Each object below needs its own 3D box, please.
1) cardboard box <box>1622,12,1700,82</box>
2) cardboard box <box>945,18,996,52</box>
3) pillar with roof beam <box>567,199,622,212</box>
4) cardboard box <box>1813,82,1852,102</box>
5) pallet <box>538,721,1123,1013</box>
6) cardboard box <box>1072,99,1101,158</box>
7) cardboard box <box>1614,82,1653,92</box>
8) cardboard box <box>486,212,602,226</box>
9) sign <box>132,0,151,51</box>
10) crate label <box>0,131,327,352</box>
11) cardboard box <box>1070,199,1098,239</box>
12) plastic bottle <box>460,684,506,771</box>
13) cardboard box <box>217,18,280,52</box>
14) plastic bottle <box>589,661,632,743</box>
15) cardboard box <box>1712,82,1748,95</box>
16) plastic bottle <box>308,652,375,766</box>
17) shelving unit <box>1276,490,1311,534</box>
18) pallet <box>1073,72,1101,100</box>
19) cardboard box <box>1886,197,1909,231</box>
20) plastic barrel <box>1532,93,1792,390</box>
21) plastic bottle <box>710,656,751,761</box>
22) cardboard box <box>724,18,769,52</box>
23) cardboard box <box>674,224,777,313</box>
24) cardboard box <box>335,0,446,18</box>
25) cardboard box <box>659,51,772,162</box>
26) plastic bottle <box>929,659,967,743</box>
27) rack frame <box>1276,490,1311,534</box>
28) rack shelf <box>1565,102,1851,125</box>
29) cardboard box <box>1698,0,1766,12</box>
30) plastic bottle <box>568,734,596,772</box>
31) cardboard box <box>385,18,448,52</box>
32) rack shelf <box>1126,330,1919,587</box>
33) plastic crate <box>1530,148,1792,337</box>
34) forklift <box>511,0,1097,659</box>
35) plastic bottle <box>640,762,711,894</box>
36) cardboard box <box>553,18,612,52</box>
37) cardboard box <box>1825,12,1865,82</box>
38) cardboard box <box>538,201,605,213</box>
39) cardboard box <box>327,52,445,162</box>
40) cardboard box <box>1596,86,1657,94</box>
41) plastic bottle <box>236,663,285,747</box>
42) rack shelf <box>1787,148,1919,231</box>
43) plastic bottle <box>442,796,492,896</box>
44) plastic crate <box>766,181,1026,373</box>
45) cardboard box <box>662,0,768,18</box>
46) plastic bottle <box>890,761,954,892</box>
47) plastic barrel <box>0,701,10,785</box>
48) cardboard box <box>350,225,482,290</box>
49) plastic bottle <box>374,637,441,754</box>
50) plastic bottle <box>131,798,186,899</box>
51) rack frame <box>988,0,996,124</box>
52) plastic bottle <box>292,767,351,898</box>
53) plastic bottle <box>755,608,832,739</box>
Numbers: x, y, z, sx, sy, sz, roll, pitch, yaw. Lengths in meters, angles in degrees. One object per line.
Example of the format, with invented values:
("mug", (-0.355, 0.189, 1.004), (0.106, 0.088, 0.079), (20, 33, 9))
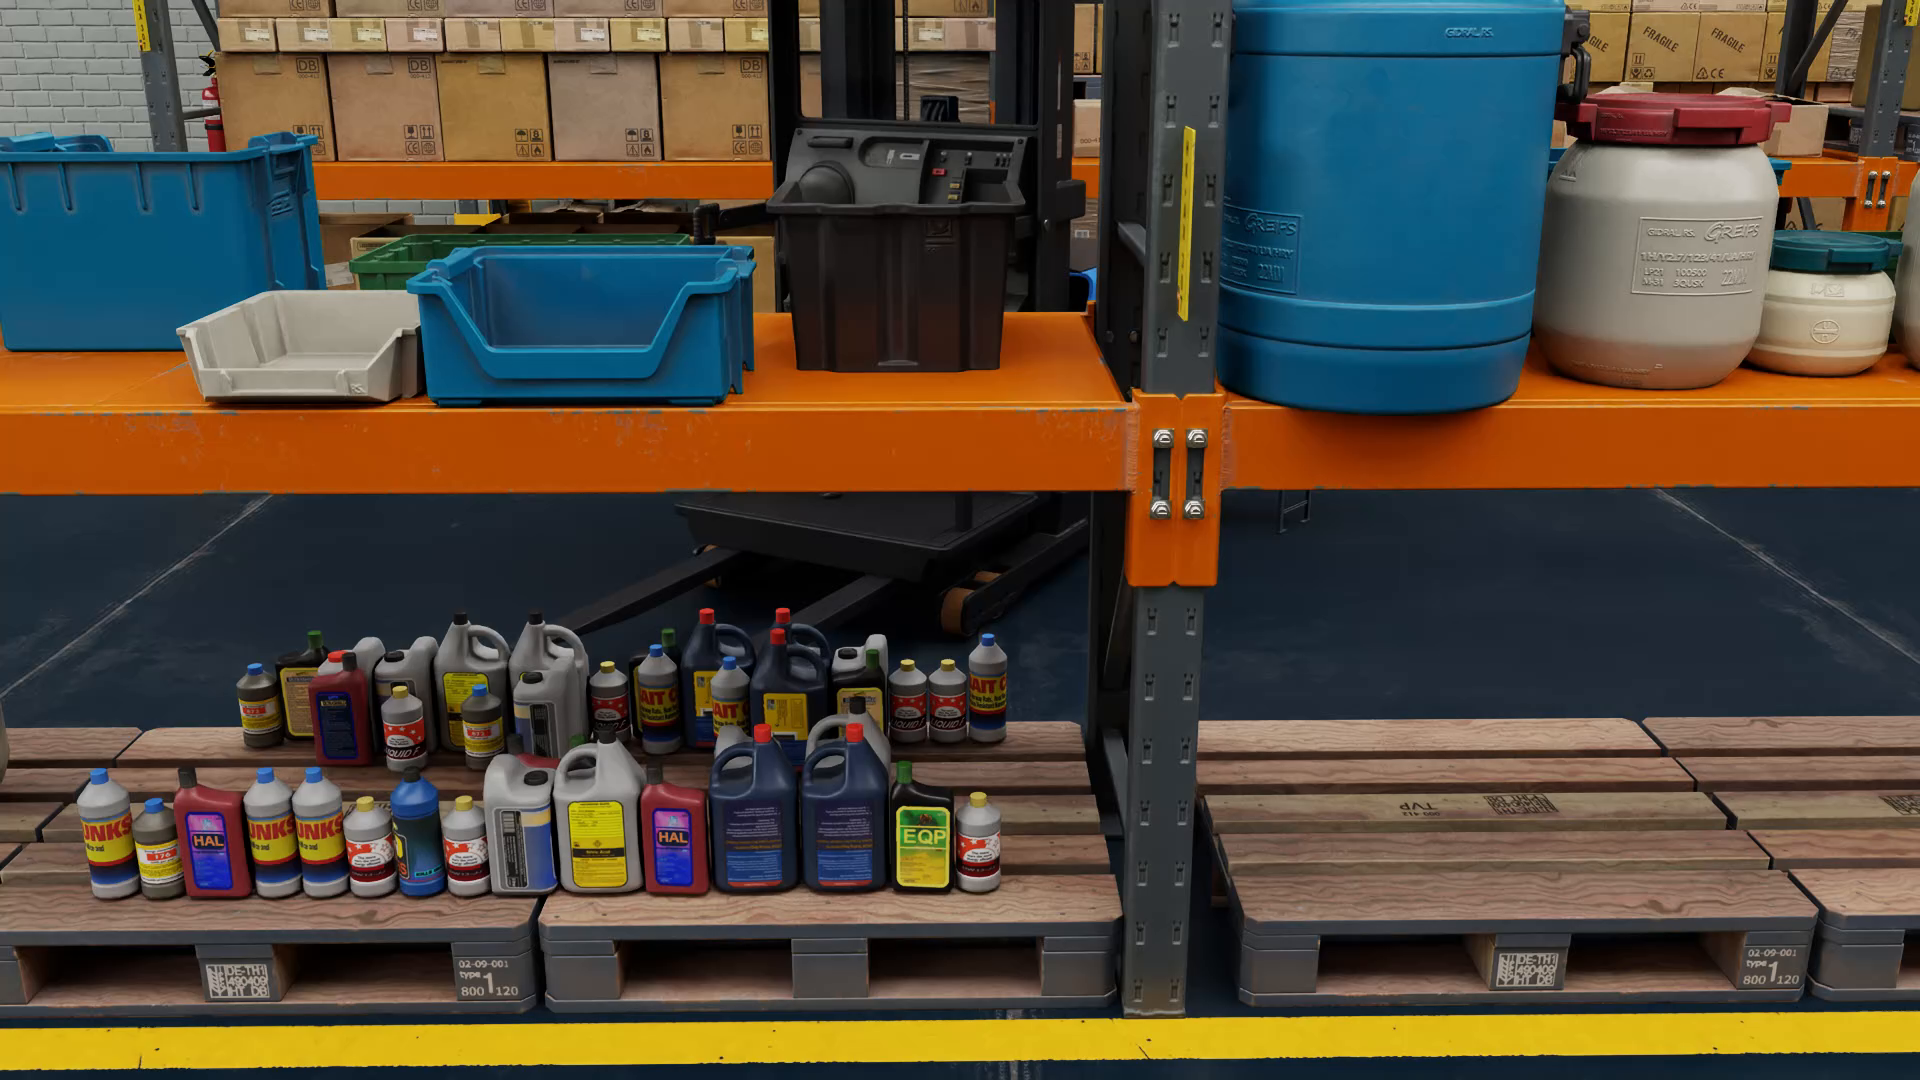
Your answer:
("cardboard box", (5.253, -3.755, 12.658), (0.500, 0.500, 0.500), (0, 18, 1))
("cardboard box", (0.053, -2.390, 7.861), (0.250, 0.149, 0.380), (0, 18, -1))
("pillar with roof beam", (-3.005, -5.403, 8.658), (0.400, 9.000, 9.100), (0, 18, -1))
("cardboard box", (6.634, -3.461, 12.803), (0.250, 0.149, 0.380), (-1, 18, -2))
("pallet", (-0.276, 0.731, 3.922), (1.213, 0.211, 1.003), (0, 18, -1))
("cardboard box", (0.813, -2.044, 8.255), (0.500, 0.250, 0.500), (1, 18, 3))
("cardboard box", (5.091, -3.427, 12.698), (0.250, 0.149, 0.380), (0, 18, 1))
("cardboard box", (-2.147, -1.431, 8.685), (0.500, 0.500, 0.500), (0, 18, -1))
("sign", (-3.675, -2.361, 7.450), (0.005, 0.325, 0.100), (0, 18, -1))
("crate label", (-1.767, -0.676, 3.687), (0.616, 0.435, 0.502), (0, 18, -1))
("cardboard box", (0.976, -2.641, 13.241), (0.500, 0.500, 0.700), (0, 18, 1))
("plastic bottle", (-1.171, 0.454, 4.084), (0.097, 0.201, 0.097), (0, 18, 0))
("cardboard box", (-3.282, -2.373, 7.809), (0.250, 0.149, 0.380), (0, 18, -1))
("plastic bottle", (-0.890, 0.408, 4.225), (0.097, 0.201, 0.097), (0, 18, 0))
("cardboard box", (5.858, -3.468, 12.825), (0.250, 0.149, 0.380), (0, 18, 0))
("plastic bottle", (-1.519, 0.413, 4.076), (0.133, 0.283, 0.061), (0, 18, -1))
("shelving unit", (1.159, -0.673, 6.680), (0.503, 1.200, 0.258), (15, 23, 38))
("pallet", (1.006, -3.481, 12.802), (1.213, 0.211, 1.003), (0, 18, -1))
("cardboard box", (7.591, -2.785, 13.150), (0.750, 0.750, 0.750), (0, 18, 0))
("plastic barrel", (1.356, -0.589, 3.252), (0.433, 0.535, 0.433), (0, 18, 0))
("plastic bottle", (-0.560, 0.417, 4.082), (0.097, 0.271, 0.097), (0, 18, 0))
("cardboard box", (-0.964, -2.385, 7.847), (0.250, 0.149, 0.380), (0, 18, -1))
("cardboard box", (-1.138, -1.276, 8.202), (0.500, 0.500, 0.500), (0, 18, -1))
("cardboard box", (-2.632, -2.749, 7.918), (0.500, 0.500, 0.700), (-1, 18, -2))
("cardboard box", (-1.151, -2.138, 8.137), (0.500, 0.500, 0.700), (0, 18, 0))
("plastic bottle", (-0.031, 0.404, 4.238), (0.097, 0.201, 0.097), (0, 18, 0))
("rack frame", (1.345, -0.624, 6.529), (0.015, 1.200, 0.240), (15, 23, 38))
("rack shelf", (6.239, -3.299, 13.099), (4.000, 0.370, 1.077), (0, 18, -1))
("cardboard box", (5.735, -4.118, 12.563), (0.500, 0.250, 0.500), (0, 18, 0))
("plastic bottle", (-0.785, 0.559, 3.620), (0.133, 0.283, 0.061), (0, 18, -1))
("cardboard box", (-2.516, -2.377, 7.820), (0.250, 0.149, 0.380), (-1, 18, -2))
("rack shelf", (2.396, -0.254, 3.607), (4.000, 0.370, 1.077), (0, 18, -1))
("plastic crate", (1.494, -0.680, 3.782), (0.575, 0.384, 0.392), (0, 18, -1))
("forklift", (-0.297, -1.228, 5.579), (1.130, 2.935, 3.031), (9, 20, 27))
("plastic bottle", (-0.597, 0.602, 3.486), (0.133, 0.283, 0.061), (1, 18, 3))
("cardboard box", (-1.745, -2.380, 7.832), (0.250, 0.149, 0.380), (0, 18, 0))
("cardboard box", (6.769, -3.766, 12.692), (0.500, 0.500, 0.500), (0, 18, -1))
("cardboard box", (-3.066, -2.499, 13.107), (0.500, 0.311, 0.500), (-2, 18, -7))
("cardboard box", (-2.686, -2.131, 8.115), (0.500, 0.500, 0.700), (0, 18, 1))
("cardboard box", (3.424, -2.132, 8.428), (0.500, 0.311, 0.500), (0, 18, -2))
("plastic bottle", (-1.774, 0.412, 4.212), (0.097, 0.201, 0.097), (0, 18, 0))
("rack shelf", (6.321, -1.786, 8.383), (4.000, 0.370, 1.077), (0, 18, -1))
("plastic bottle", (-1.038, 0.638, 3.509), (0.097, 0.201, 0.097), (0, 18, 0))
("plastic crate", (-0.129, -0.594, 3.590), (0.504, 0.338, 0.767), (0, 18, -1))
("cardboard box", (-1.128, -2.756, 7.941), (0.500, 0.500, 0.700), (0, 18, -1))
("plastic bottle", (-0.080, 0.600, 3.493), (0.133, 0.283, 0.061), (1, 18, 2))
("plastic barrel", (-2.445, 0.388, 3.813), (0.421, 0.512, 0.421), (0, 18, 0))
("cardboard box", (-2.638, -1.266, 8.170), (0.500, 0.500, 0.500), (0, 18, -1))
("plastic bottle", (-1.383, 0.383, 4.180), (0.135, 0.276, 0.152), (-1, 18, -2))
("plastic bottle", (-1.682, 0.641, 3.499), (0.097, 0.201, 0.097), (0, 18, 0))
("rack frame", (0.240, -3.613, 12.899), (0.127, 3.000, 1.000), (0, 18, -1))
("plastic bottle", (-1.343, 0.606, 3.494), (0.097, 0.271, 0.097), (0, 18, 0))
("plastic bottle", (-0.417, 0.342, 4.187), (0.185, 0.351, 0.144), (0, 18, 1))
